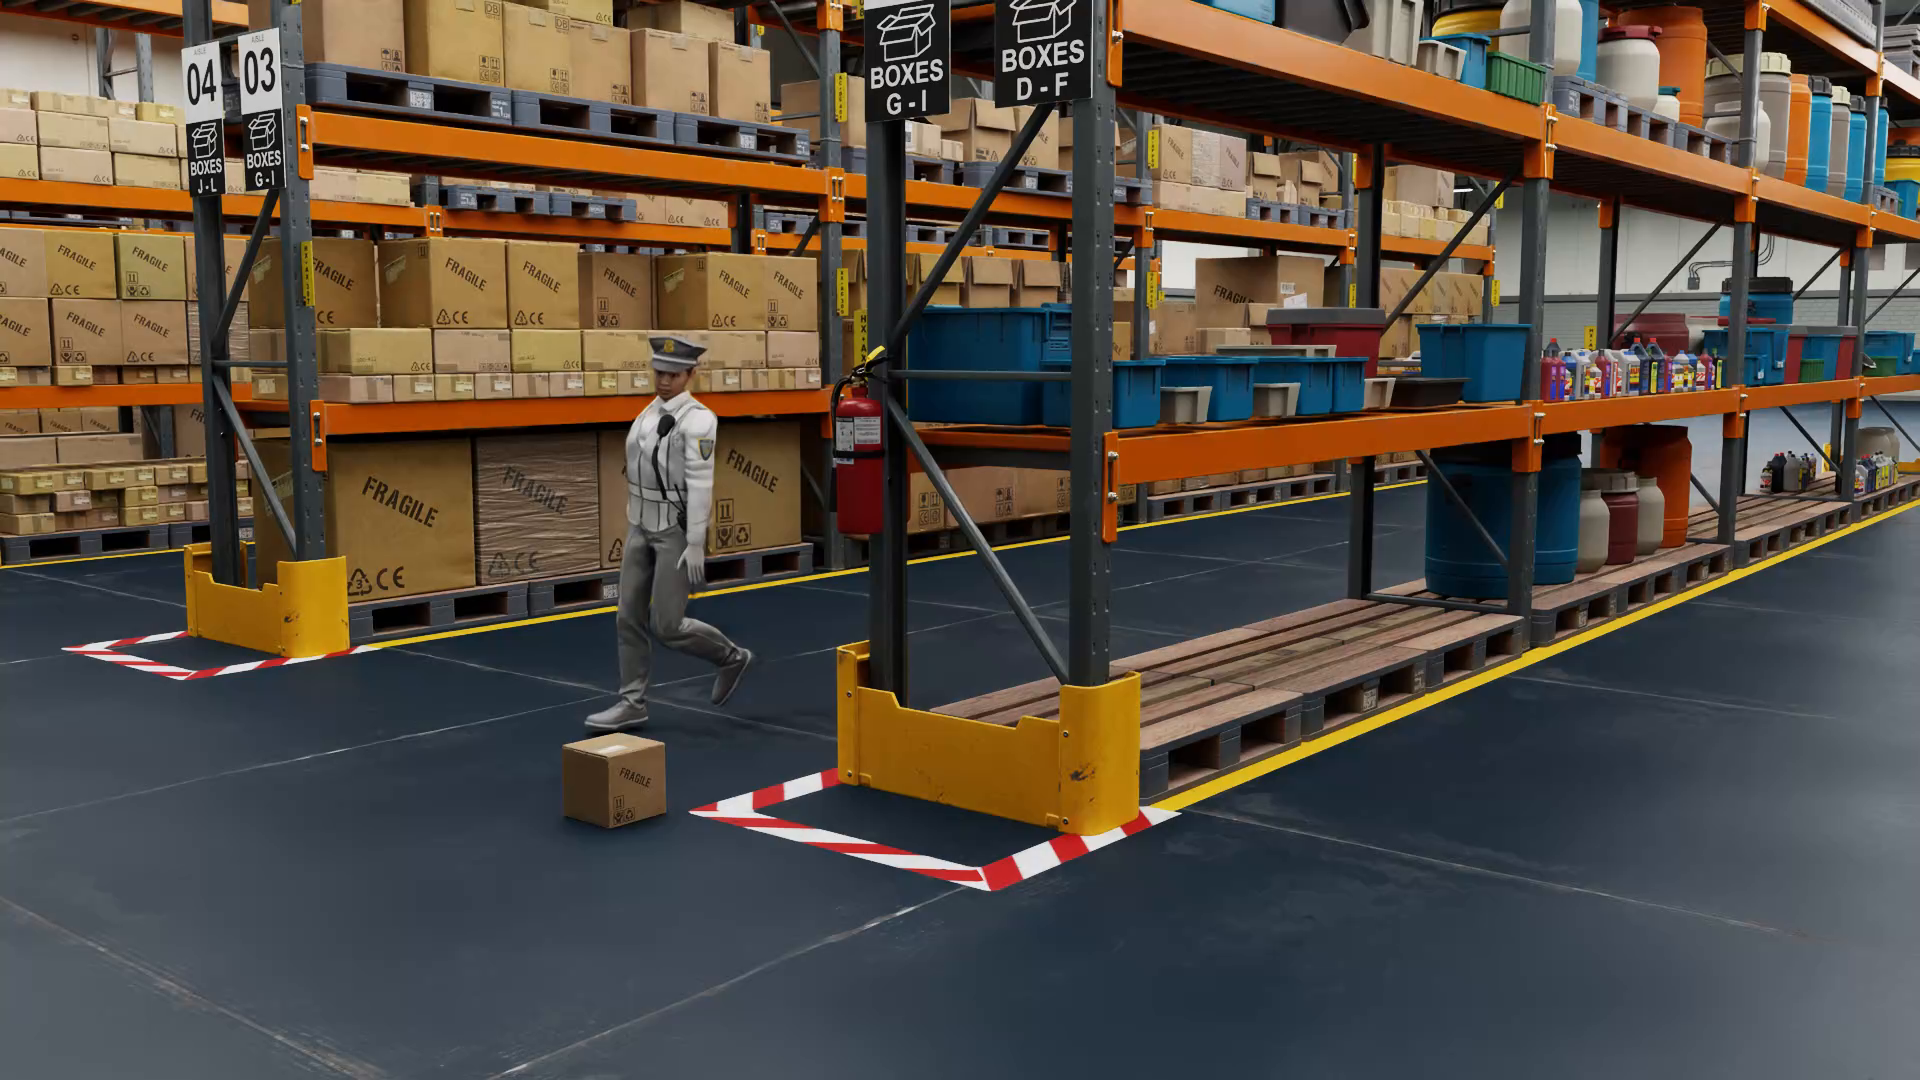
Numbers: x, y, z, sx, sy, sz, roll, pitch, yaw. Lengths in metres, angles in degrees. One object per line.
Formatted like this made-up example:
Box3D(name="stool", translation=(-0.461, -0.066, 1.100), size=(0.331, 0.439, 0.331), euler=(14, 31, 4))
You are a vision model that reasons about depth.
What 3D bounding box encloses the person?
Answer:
Box3D(name="person", translation=(-1.179, -0.026, 6.906), size=(0.535, 1.626, 0.682), euler=(7, 10, 44))
